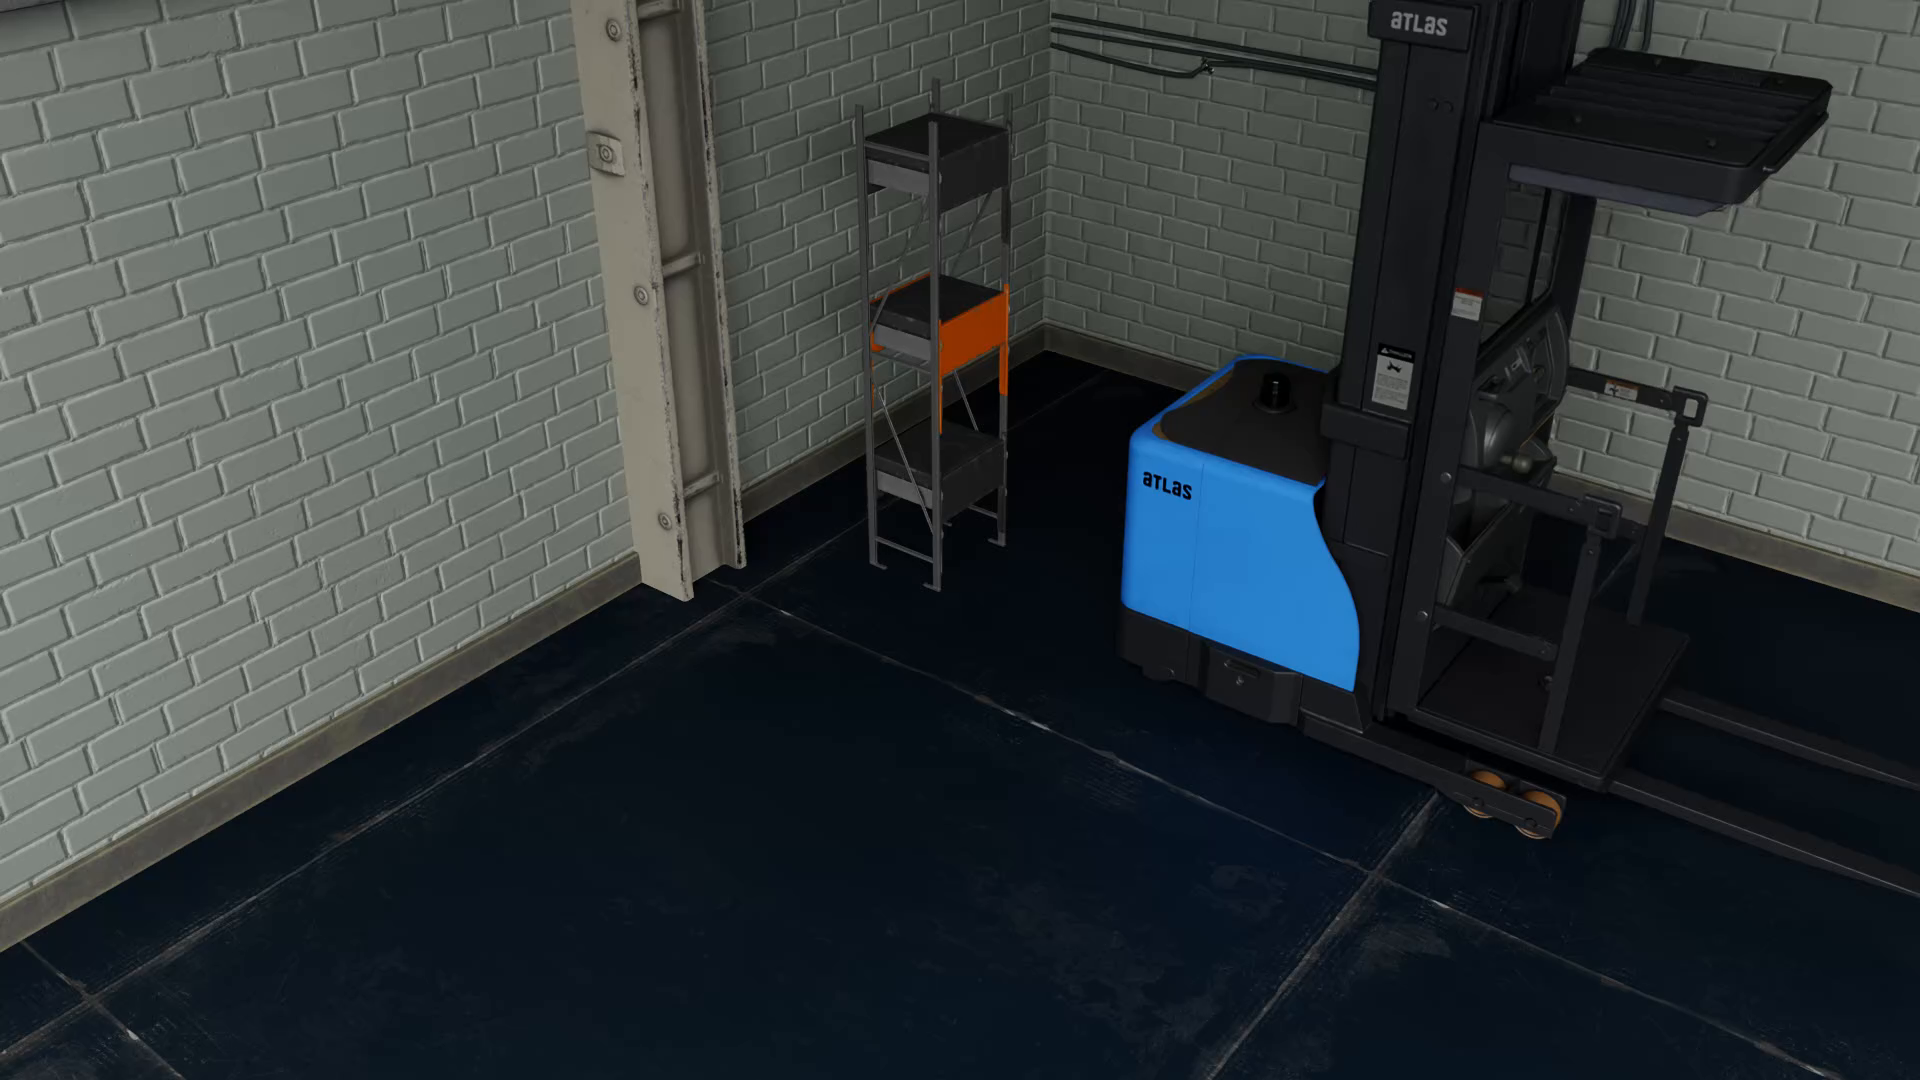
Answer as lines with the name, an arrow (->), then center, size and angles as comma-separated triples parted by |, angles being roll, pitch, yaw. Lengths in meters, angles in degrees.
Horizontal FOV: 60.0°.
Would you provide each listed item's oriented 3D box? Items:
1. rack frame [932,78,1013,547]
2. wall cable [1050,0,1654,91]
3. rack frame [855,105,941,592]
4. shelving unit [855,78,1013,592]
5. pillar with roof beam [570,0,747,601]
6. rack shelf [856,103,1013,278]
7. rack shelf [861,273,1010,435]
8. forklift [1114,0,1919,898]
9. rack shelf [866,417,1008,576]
rack frame -> 0.047, -0.935, 7.268 | 0.400, 2.100, 0.015 | 21, 37, 31
wall cable -> 1.626, -3.182, 7.339 | 3.097, 2.526, 0.112 | 21, 37, 31
rack frame -> -0.247, -0.737, 6.934 | 0.400, 2.100, 0.015 | 21, 37, 31
shelving unit -> -0.100, -0.836, 7.101 | 0.431, 2.100, 0.503 | 21, 37, 31
pillar with roof beam -> 2.225, -2.403, 2.978 | 9.100, 9.000, 0.400 | 21, 37, 31
rack shelf -> -0.100, -1.426, 6.751 | 0.431, 0.518, 0.480 | 21, 37, 31
rack shelf -> -0.100, -0.824, 7.108 | 0.431, 0.518, 0.480 | 21, 37, 31
forklift -> 2.125, -0.502, 5.722 | 3.031, 2.935, 1.130 | 20, 36, 30
rack shelf -> -0.100, -0.222, 7.465 | 0.431, 0.518, 0.480 | 21, 37, 31
